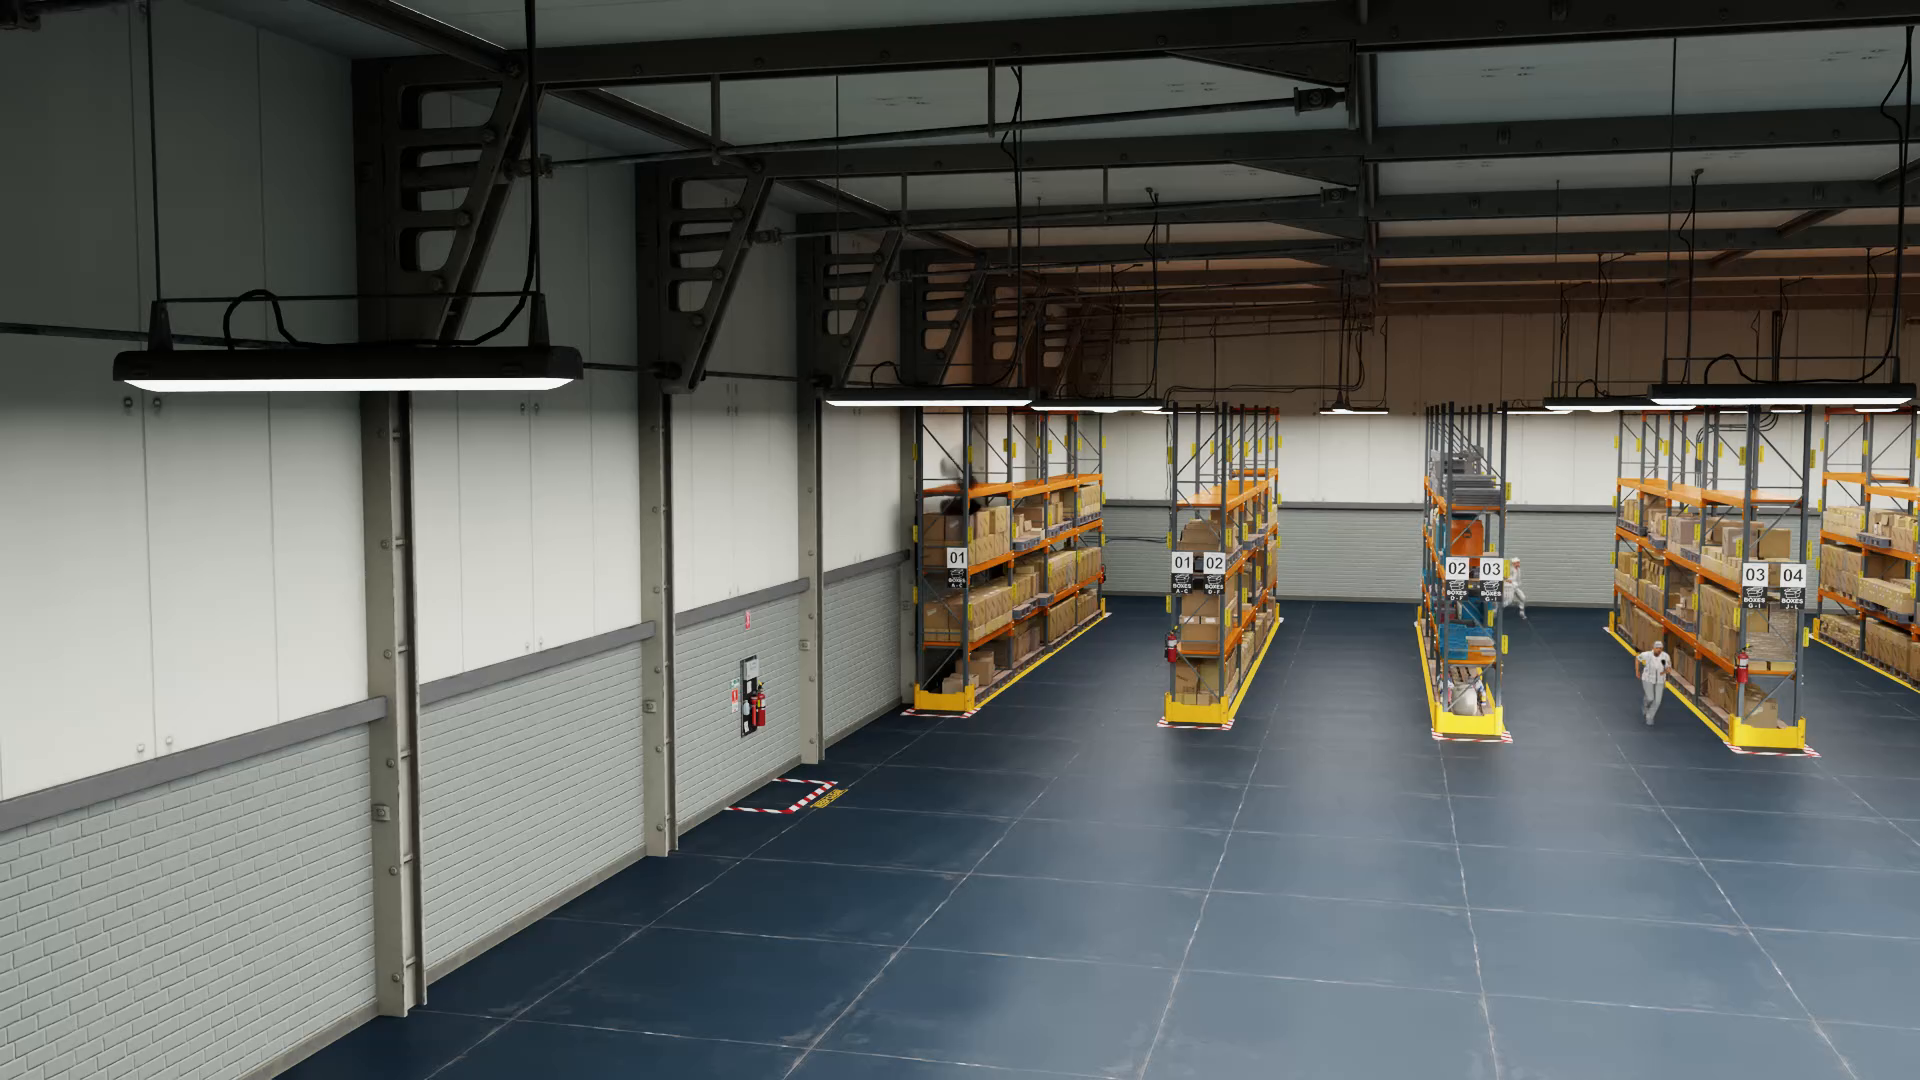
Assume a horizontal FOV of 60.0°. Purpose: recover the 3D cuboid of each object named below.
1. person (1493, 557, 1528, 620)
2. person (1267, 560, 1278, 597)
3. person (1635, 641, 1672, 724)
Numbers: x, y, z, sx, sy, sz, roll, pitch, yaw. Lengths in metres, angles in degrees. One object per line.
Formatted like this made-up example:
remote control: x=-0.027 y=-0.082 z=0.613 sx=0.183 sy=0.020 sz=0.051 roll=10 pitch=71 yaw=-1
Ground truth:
person: x=15.639 y=1.380 z=47.112 sx=0.766 sy=1.775 sz=0.898 roll=4 pitch=6 yaw=44
person: x=8.734 y=1.336 z=47.719 sx=0.837 sy=1.745 sz=0.669 roll=0 pitch=4 yaw=3
person: x=12.913 y=2.656 z=30.942 sx=0.592 sy=1.592 sz=0.663 roll=1 pitch=4 yaw=7
